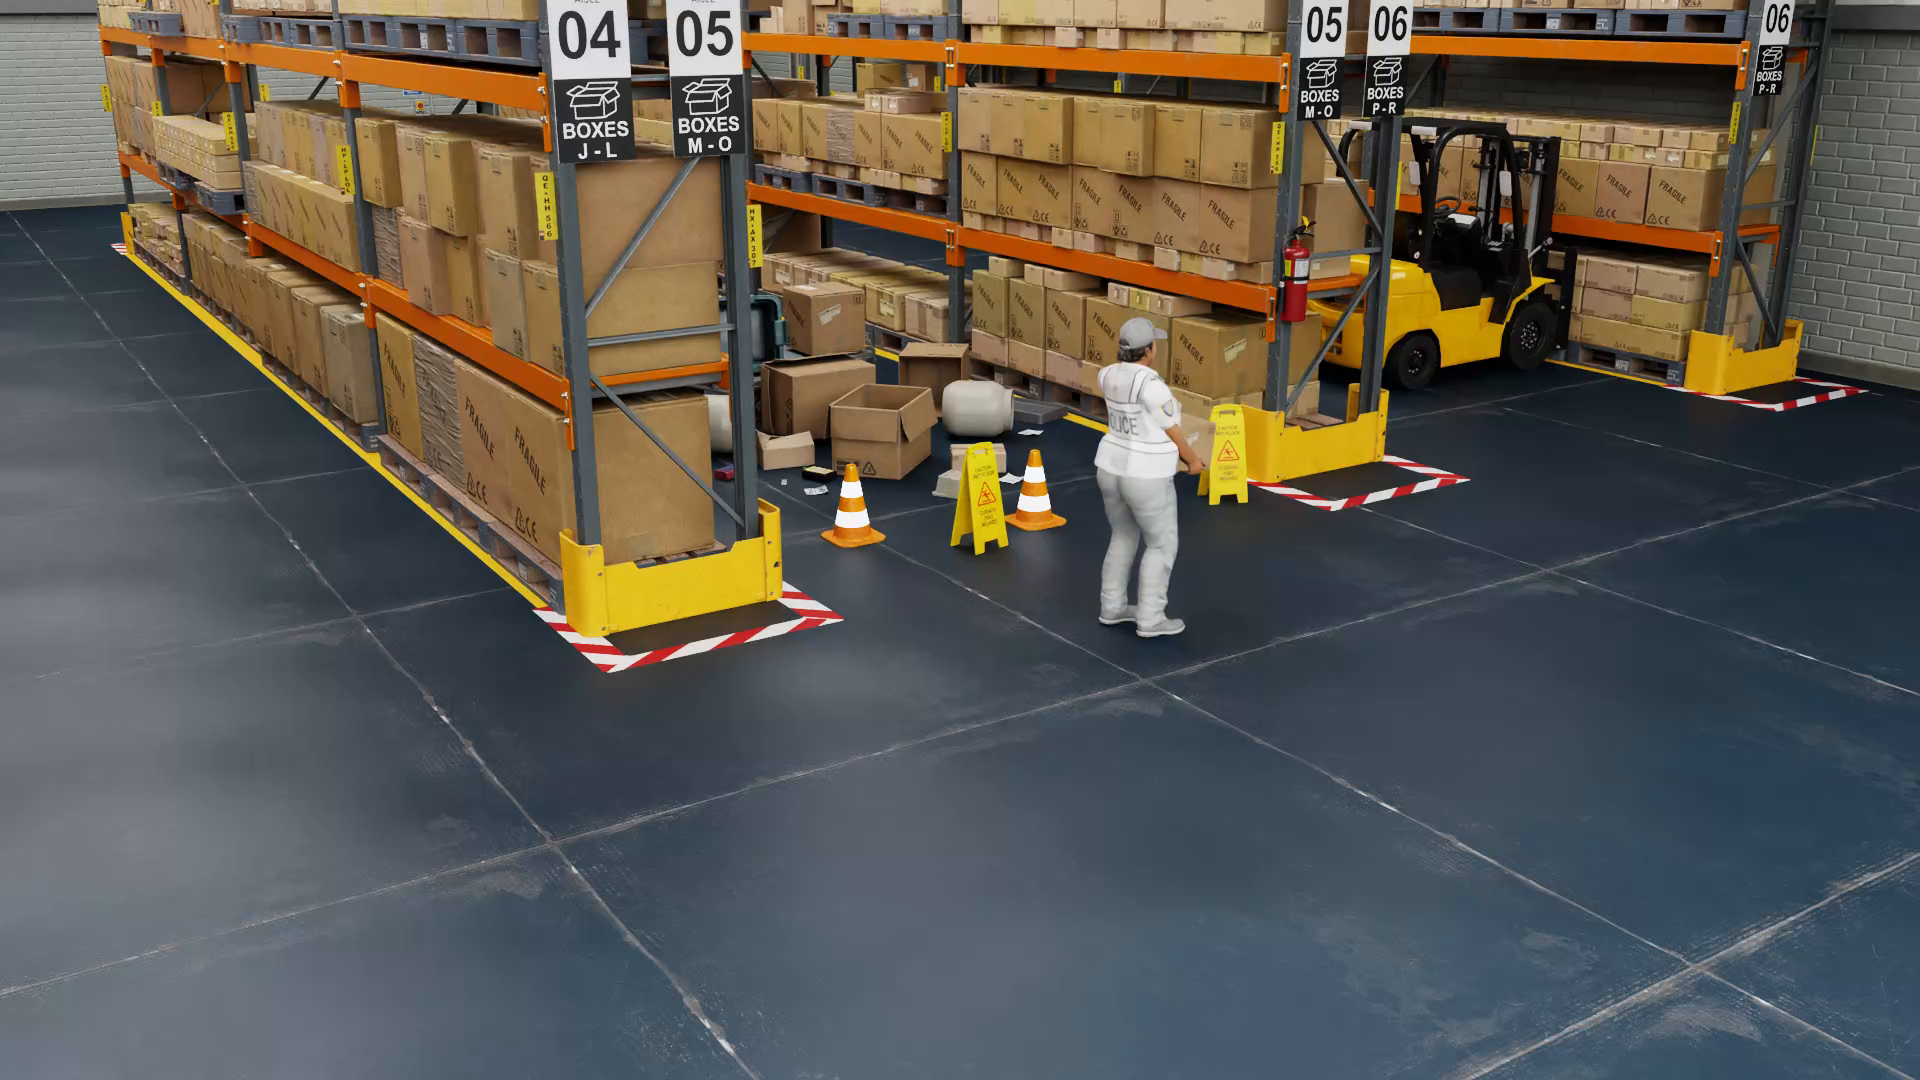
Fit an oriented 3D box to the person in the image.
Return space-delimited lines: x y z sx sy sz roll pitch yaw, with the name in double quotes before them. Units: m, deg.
"person" 0.971 -0.330 8.572 0.539 1.662 0.452 -12 21 -31
